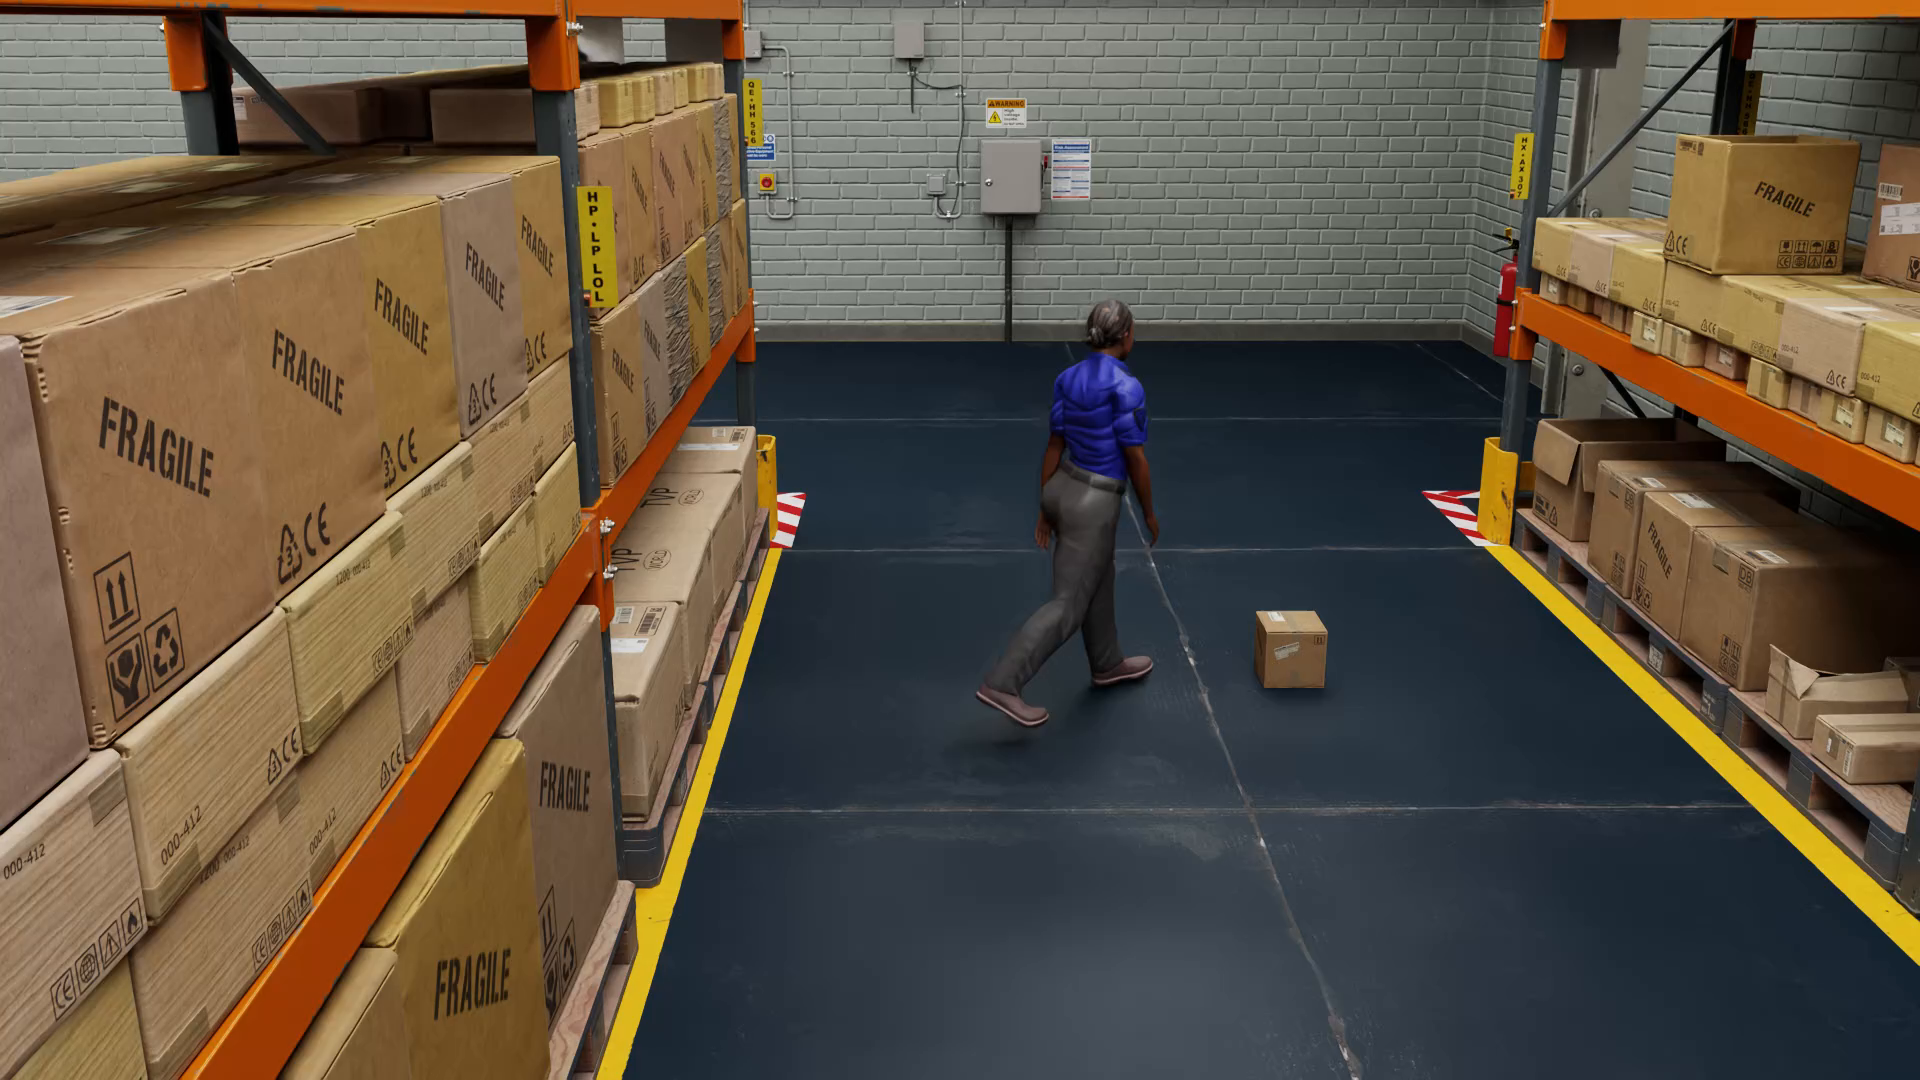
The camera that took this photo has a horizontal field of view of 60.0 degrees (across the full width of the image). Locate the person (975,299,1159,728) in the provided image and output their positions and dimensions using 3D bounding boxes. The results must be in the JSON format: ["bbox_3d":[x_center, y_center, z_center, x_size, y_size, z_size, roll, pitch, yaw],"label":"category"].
[{"bbox_3d":[0.449,-0.108,6.421,0.964,1.607,0.476,-9,19,-26],"label":"person"}]
